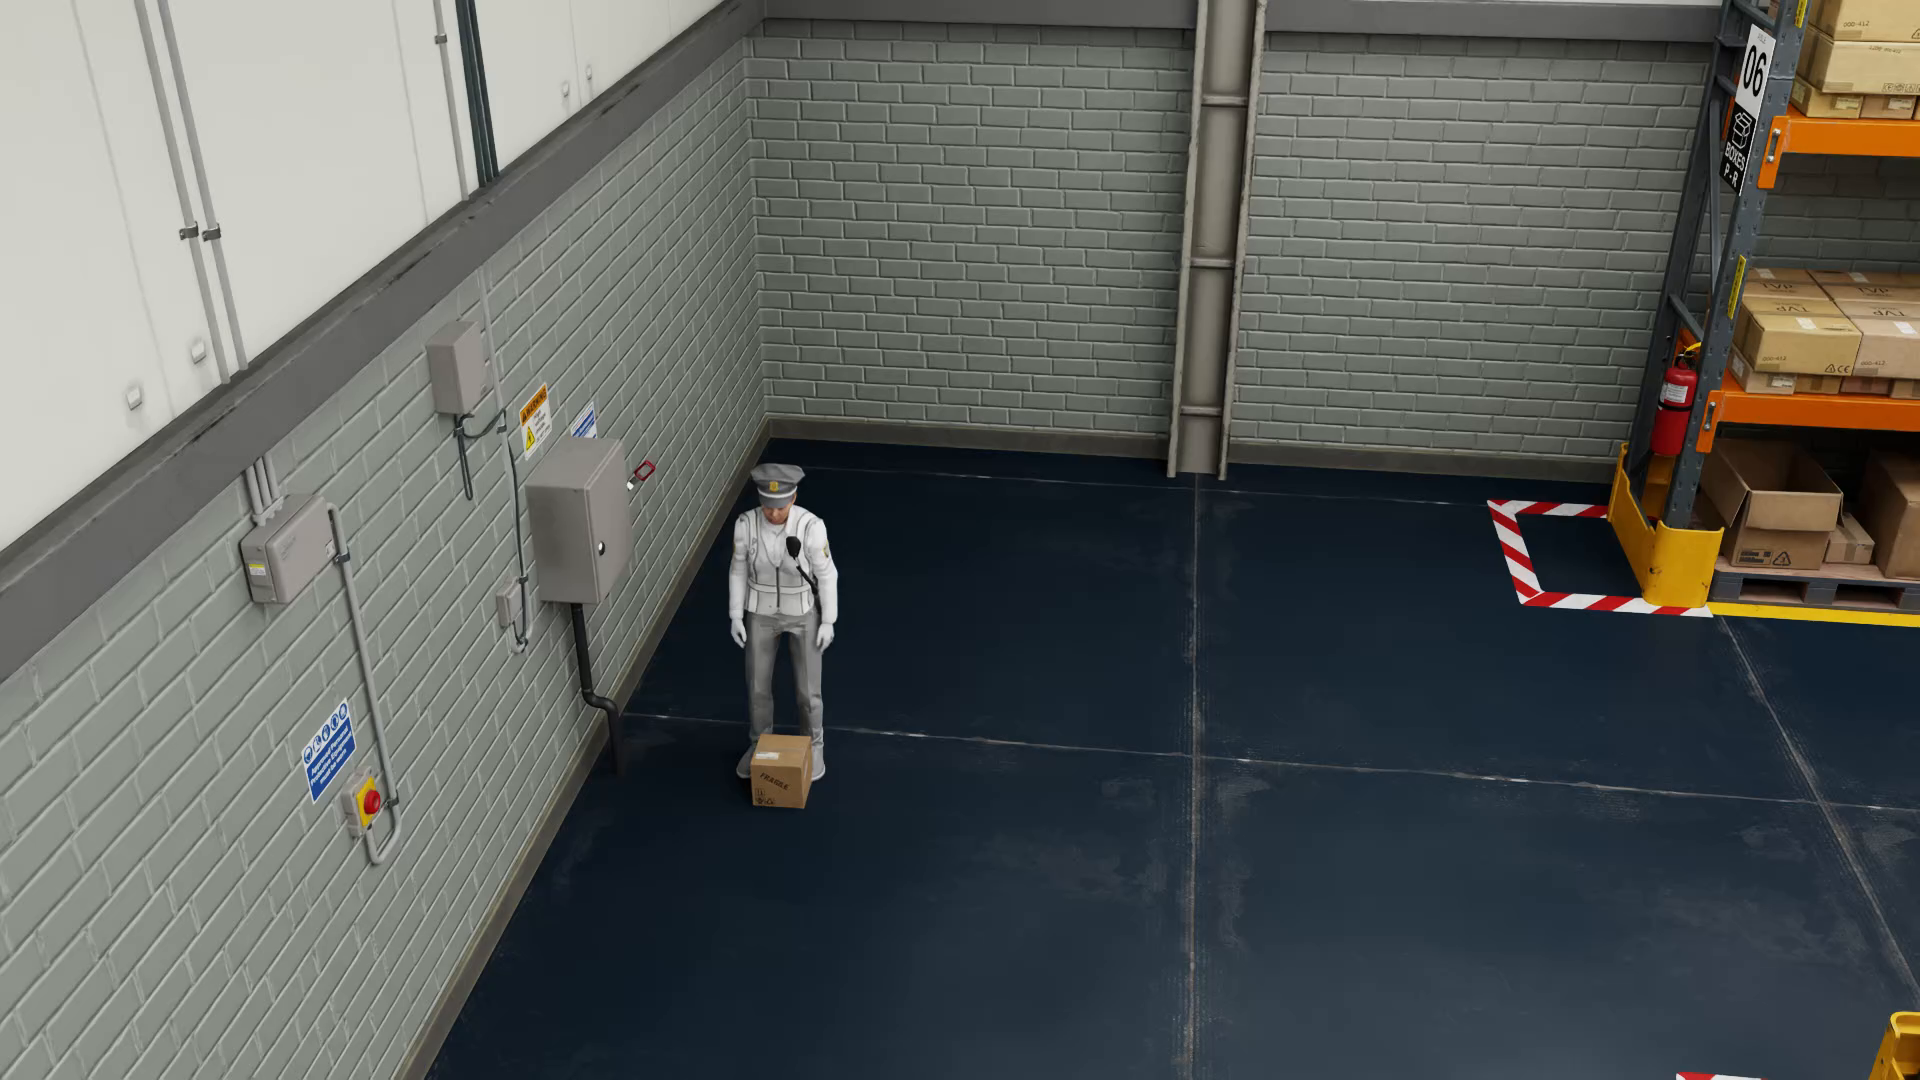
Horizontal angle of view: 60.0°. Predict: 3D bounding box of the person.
[{"bbox_3d":[-0.839,0.466,7.974,0.520,1.463,0.357,2,29,4],"label":"person"}]
